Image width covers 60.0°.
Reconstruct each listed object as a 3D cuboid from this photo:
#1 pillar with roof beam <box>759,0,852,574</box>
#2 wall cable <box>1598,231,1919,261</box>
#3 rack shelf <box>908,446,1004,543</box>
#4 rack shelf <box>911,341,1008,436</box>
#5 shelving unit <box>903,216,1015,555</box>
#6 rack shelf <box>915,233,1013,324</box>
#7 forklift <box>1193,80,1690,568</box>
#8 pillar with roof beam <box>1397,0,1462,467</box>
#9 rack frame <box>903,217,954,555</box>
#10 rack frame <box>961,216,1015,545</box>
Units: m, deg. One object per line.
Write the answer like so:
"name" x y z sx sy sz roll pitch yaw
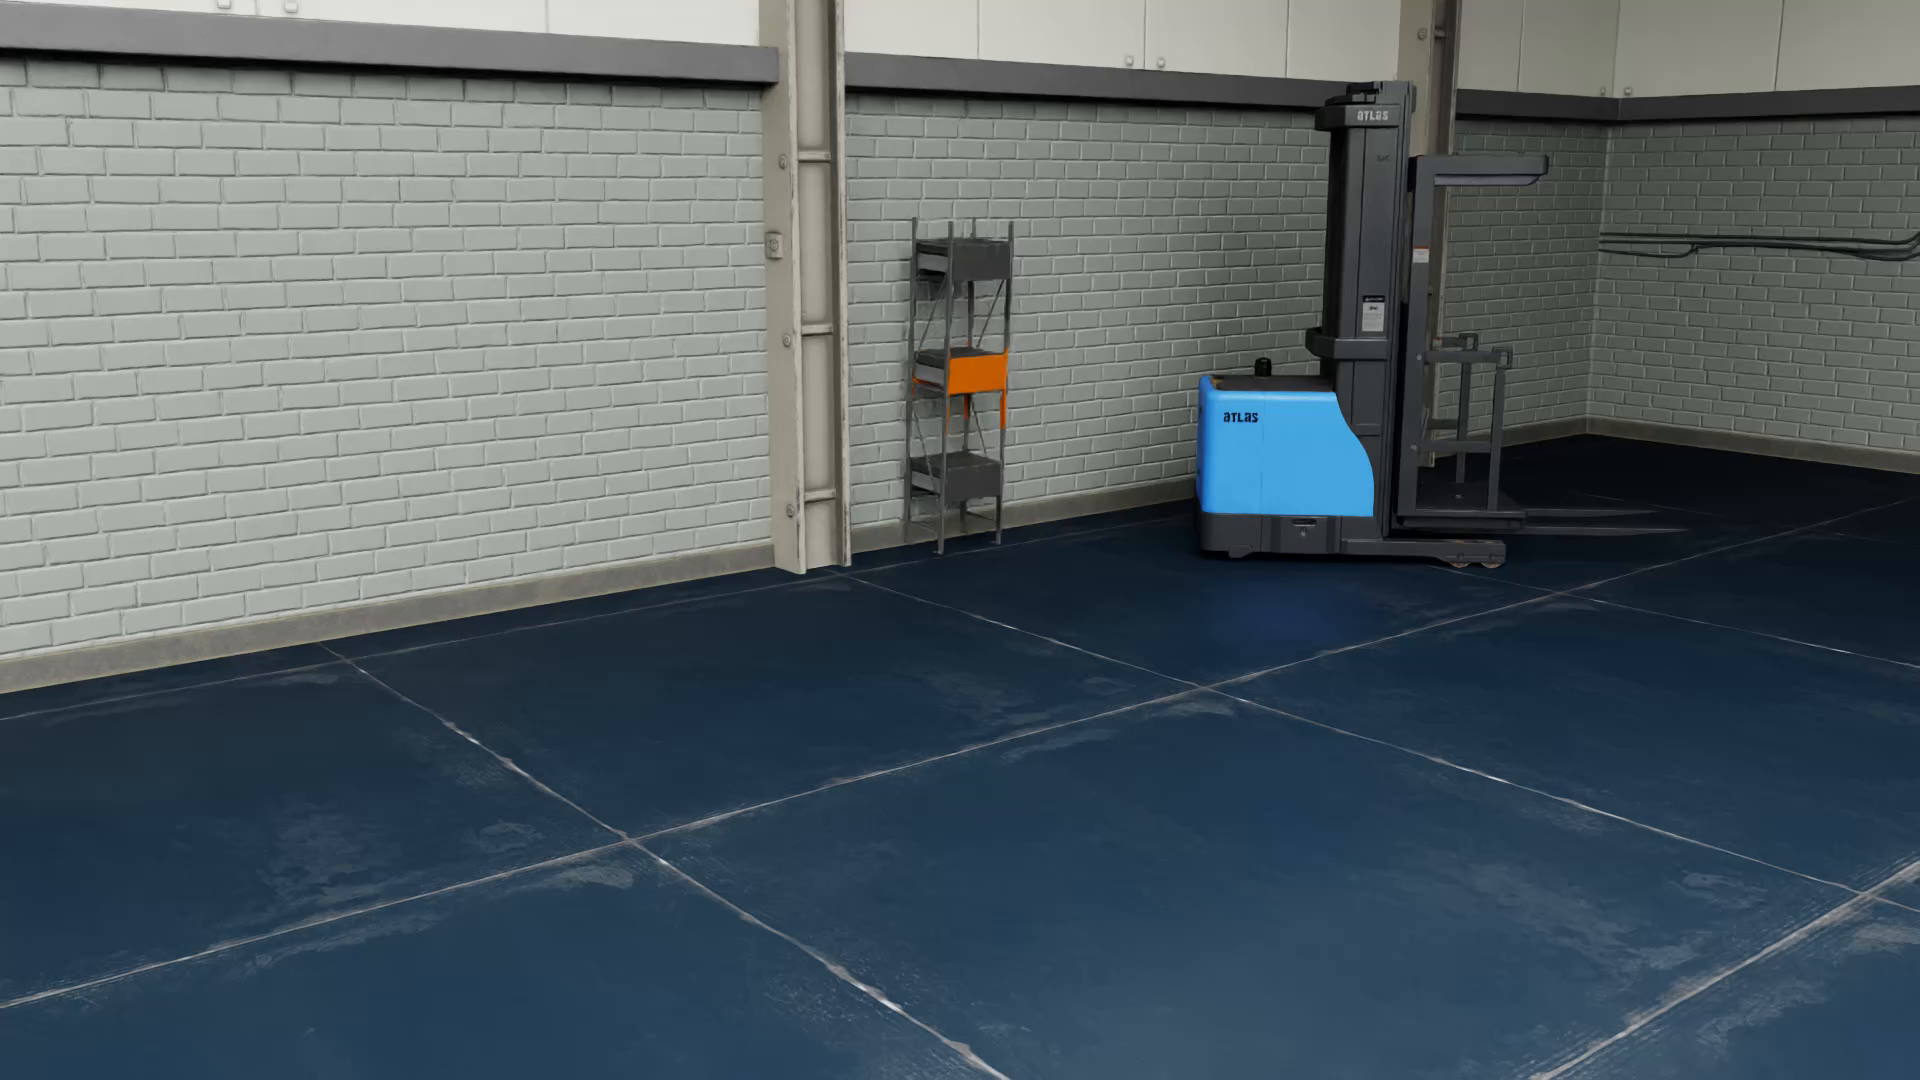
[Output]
"pillar with roof beam" 1.765 -3.544 6.156 0.400 9.000 9.100 -9 15 -38
"wall cable" 6.888 -3.670 14.224 0.112 2.526 3.097 -9 15 -38
"rack shelf" -0.041 -0.304 10.858 0.480 0.518 0.431 -10 18 -38
"rack shelf" -0.016 -0.982 10.685 0.480 0.518 0.431 -10 18 -38
"shelving unit" -0.016 -0.995 10.681 0.503 2.100 0.431 -10 18 -38
"rack shelf" 0.009 -1.659 10.511 0.480 0.518 0.431 -10 18 -38
"forklift" 3.063 -1.375 10.546 3.031 2.935 1.130 1 12 5
"pillar with roof beam" 6.451 -4.323 9.823 0.400 9.000 9.100 -9 15 -38
"rack frame" -0.204 -0.963 10.530 0.015 2.100 0.400 -10 18 -38
"rack frame" 0.173 -1.027 10.833 0.015 2.100 0.400 -10 18 -38
